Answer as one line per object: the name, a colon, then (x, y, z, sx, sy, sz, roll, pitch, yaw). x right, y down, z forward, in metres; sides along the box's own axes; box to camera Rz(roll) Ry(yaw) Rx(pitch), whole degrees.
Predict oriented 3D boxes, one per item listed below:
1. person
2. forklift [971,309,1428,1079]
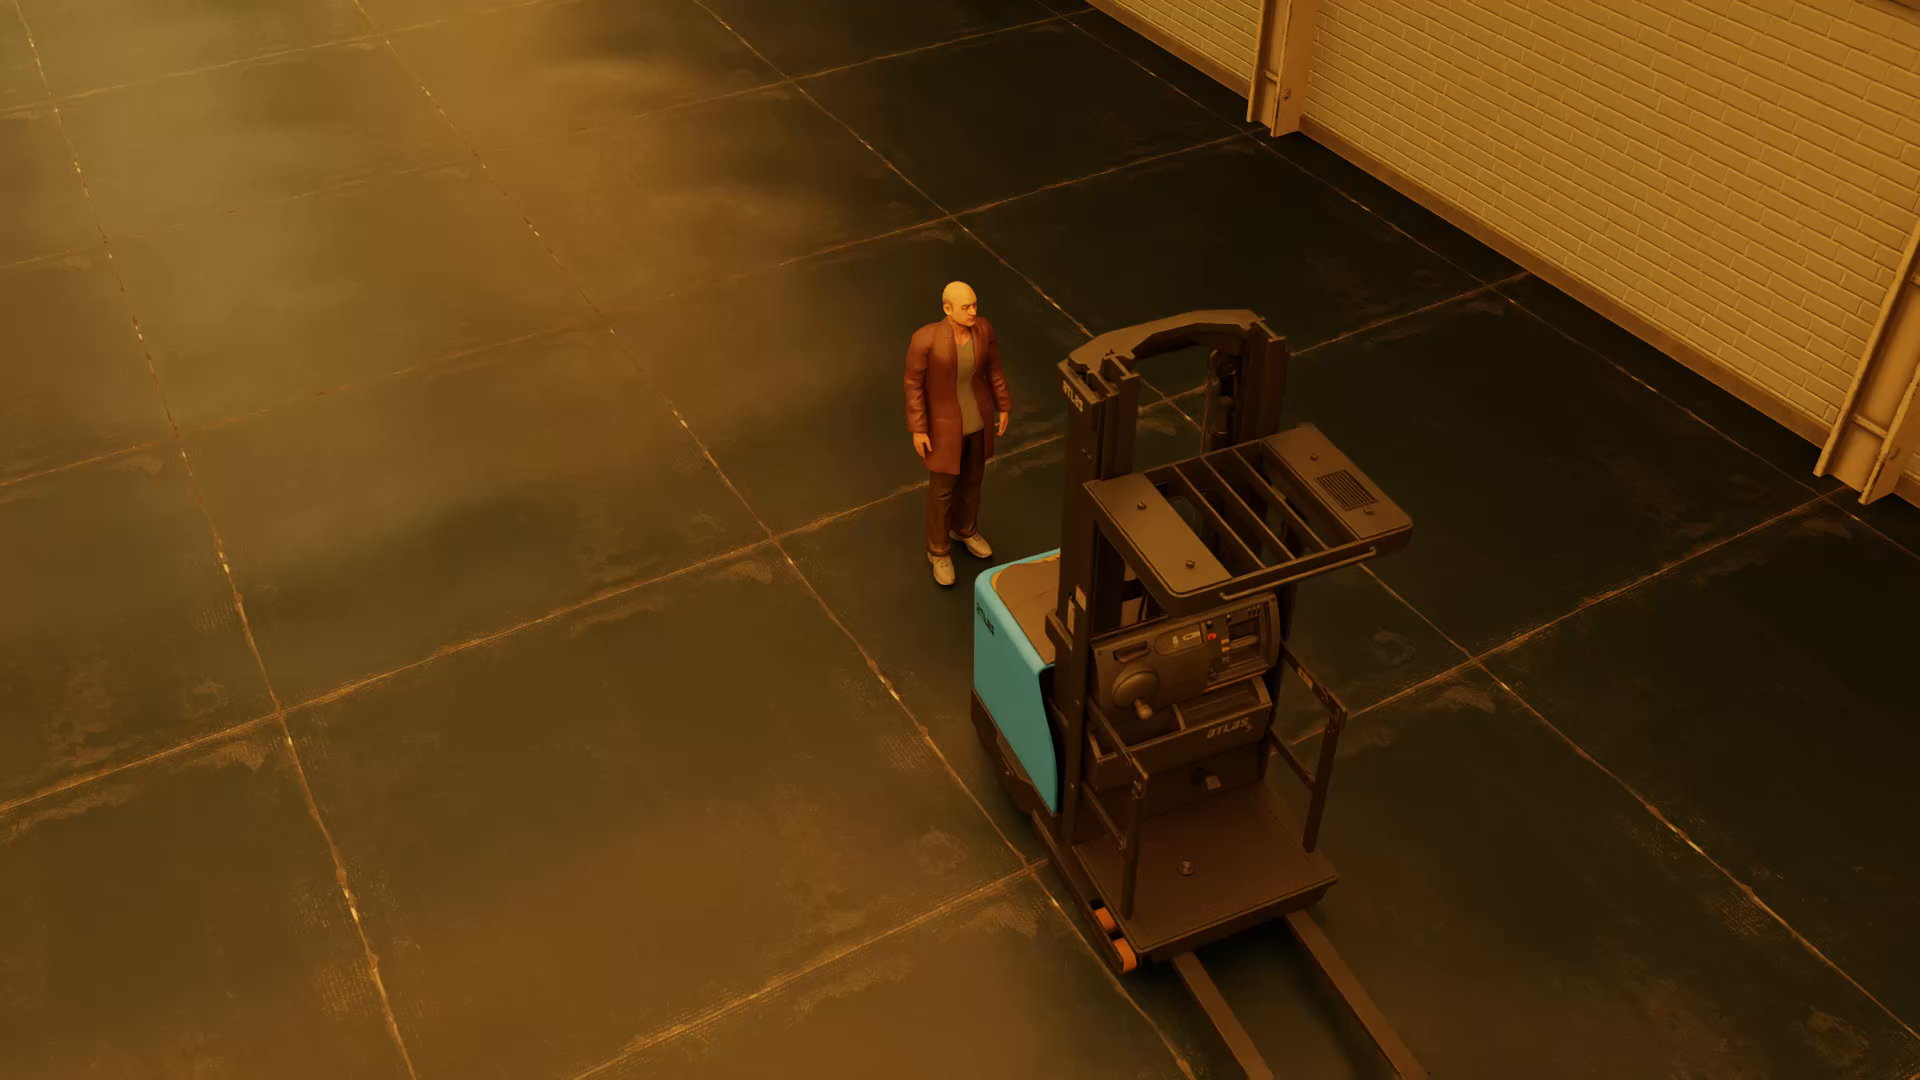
person: (0.043, -0.638, 9.697, 0.696, 1.778, 0.579, -20, 44, -23)
forklift: (1.111, 0.601, 7.312, 1.130, 2.935, 3.031, -16, 42, -18)
